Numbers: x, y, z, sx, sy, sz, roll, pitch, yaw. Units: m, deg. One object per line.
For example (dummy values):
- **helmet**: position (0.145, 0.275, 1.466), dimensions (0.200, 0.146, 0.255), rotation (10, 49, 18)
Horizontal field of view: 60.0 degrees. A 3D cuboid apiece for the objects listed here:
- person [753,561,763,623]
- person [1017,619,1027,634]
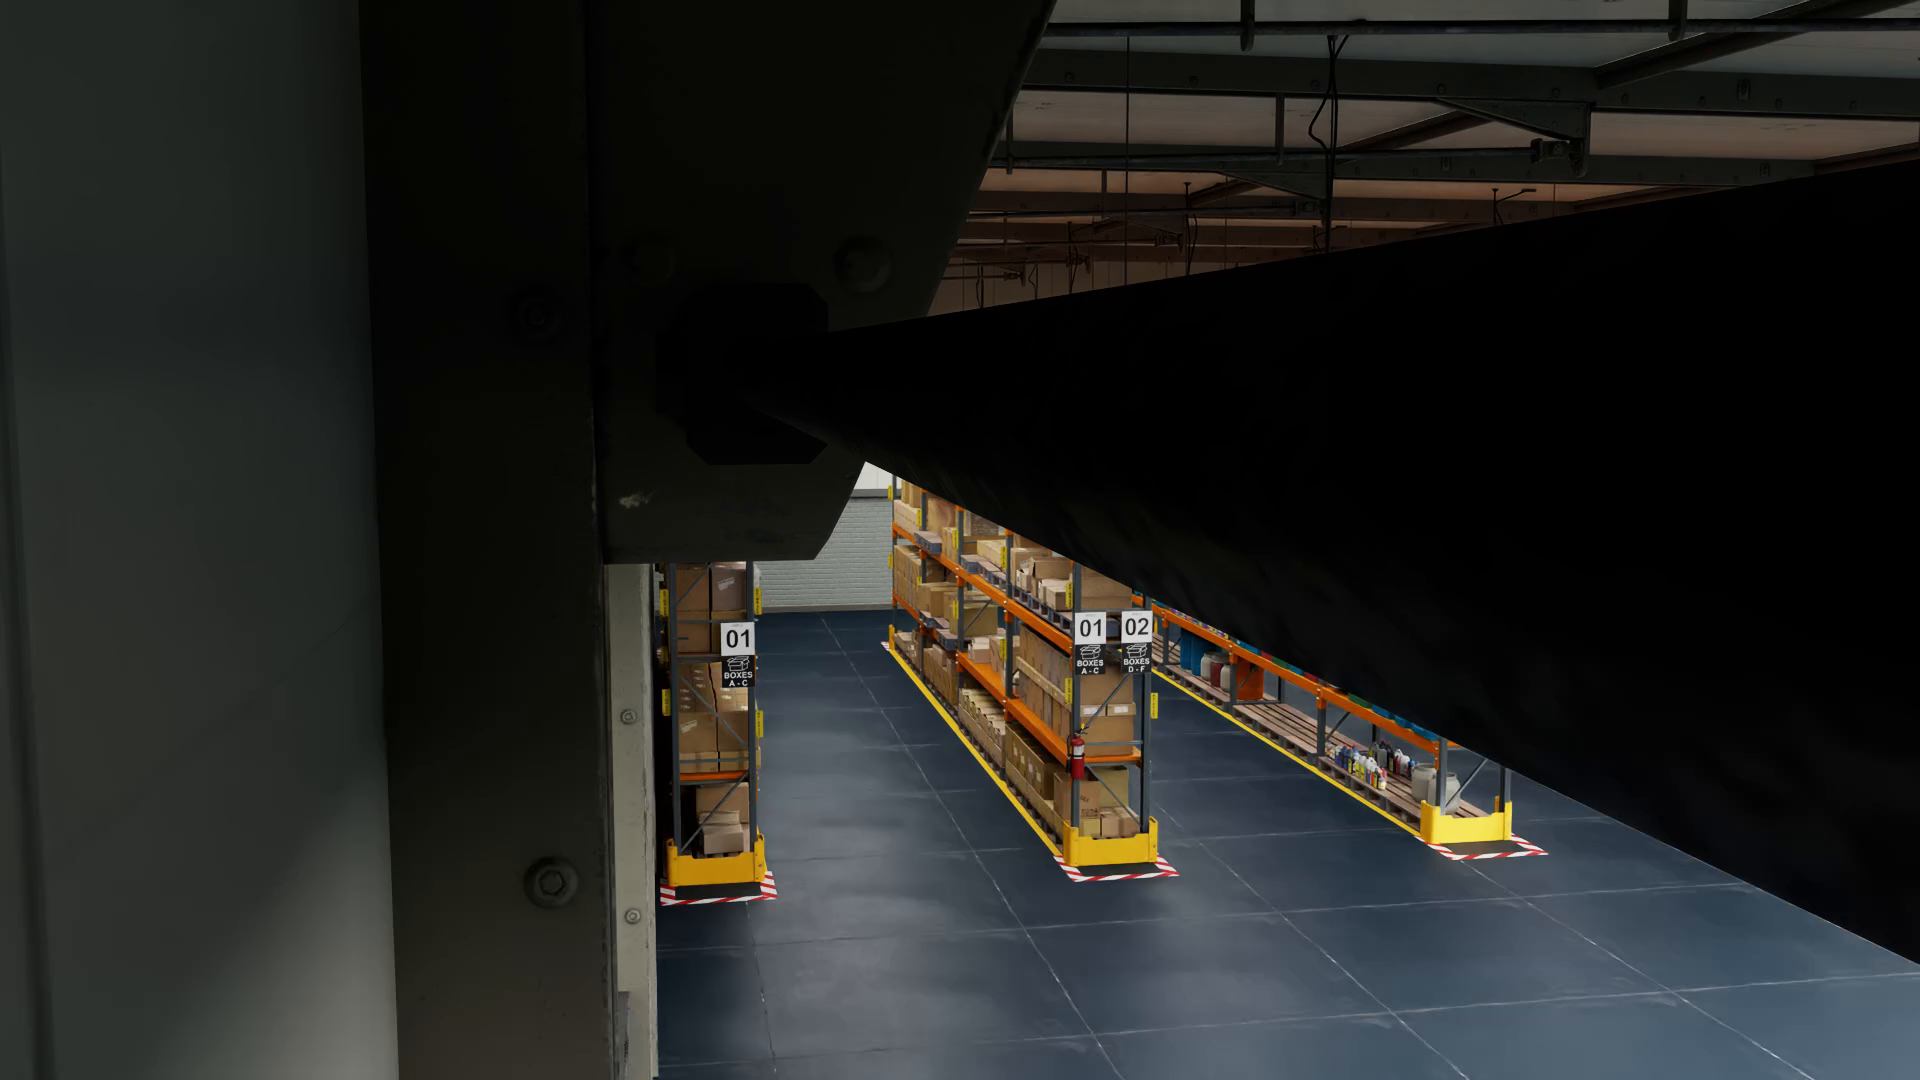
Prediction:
- **person**: position (-4.965, 1.147, 40.138), dimensions (0.391, 1.693, 0.503), rotation (-1, 6, -7)
- **person**: position (1.485, 1.642, 36.111), dimensions (0.373, 1.612, 0.445), rotation (3, 7, 28)
